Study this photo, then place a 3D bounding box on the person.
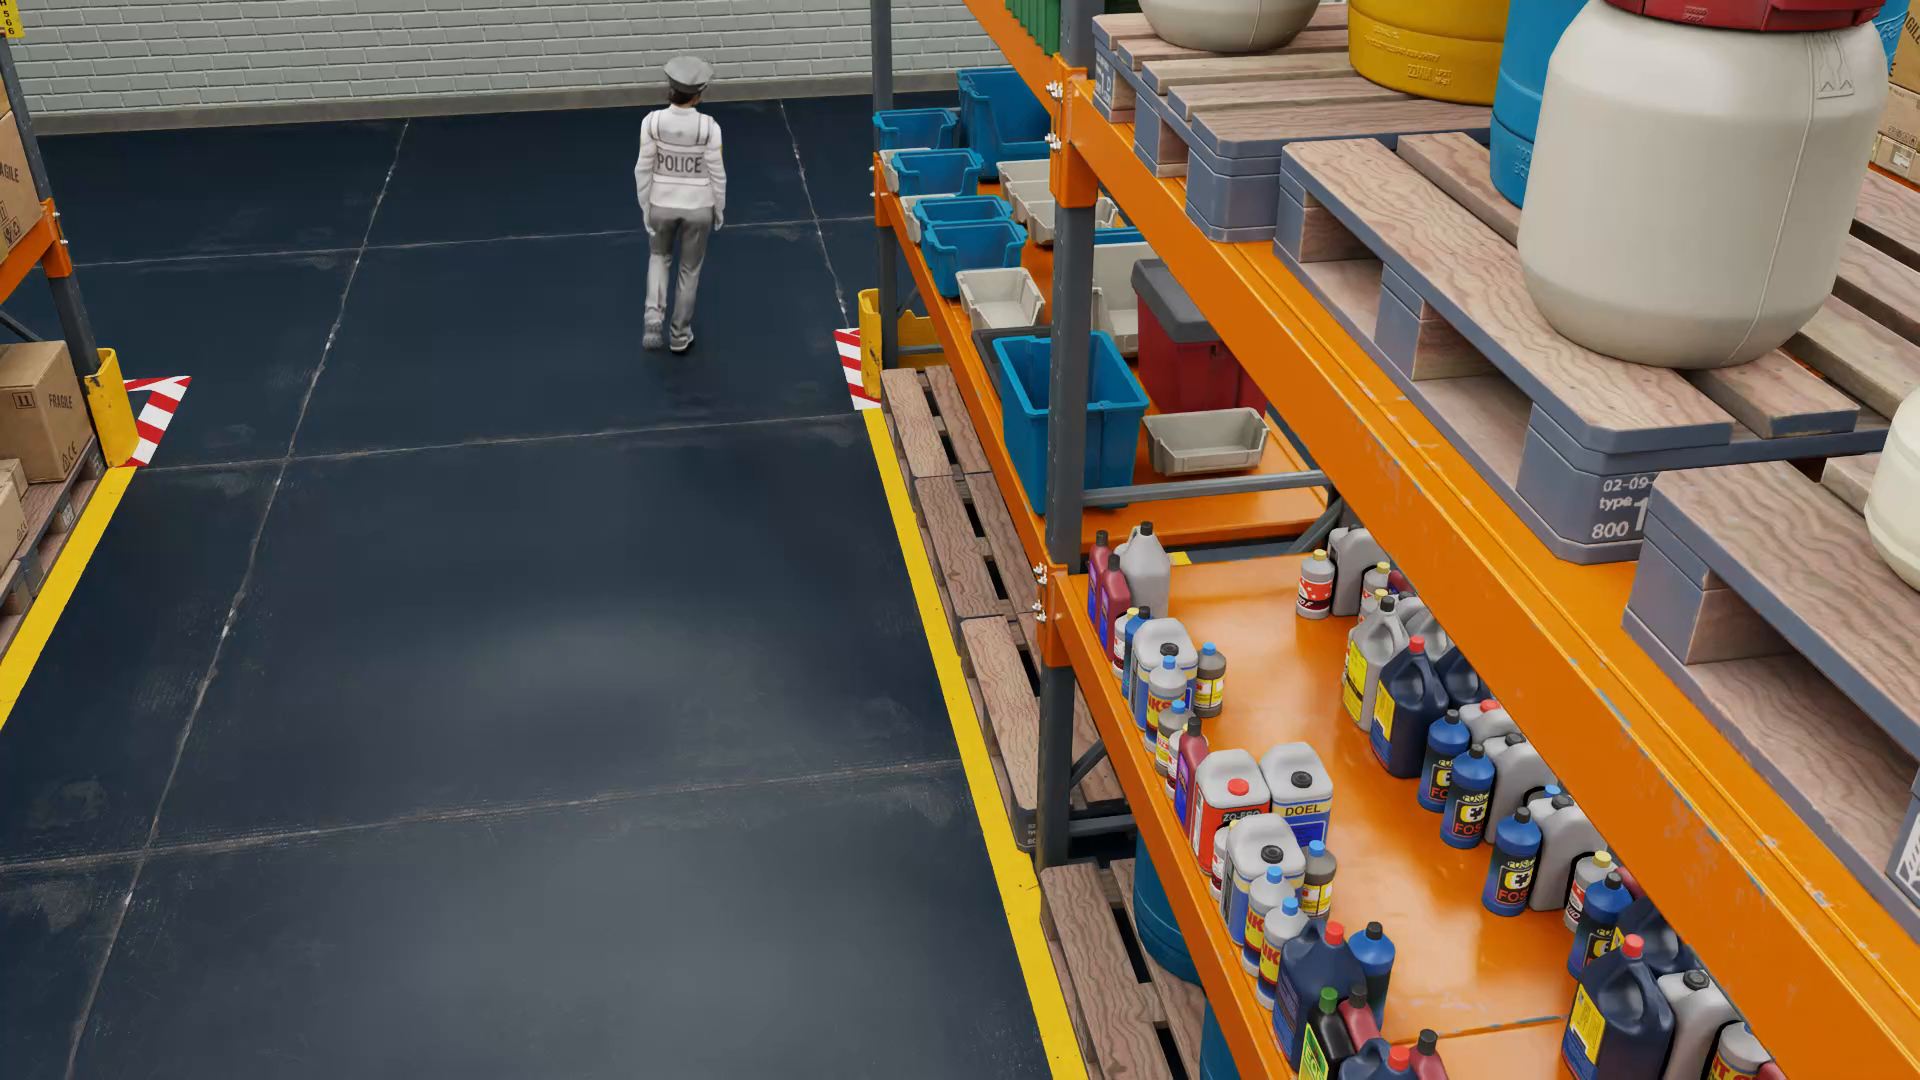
[{"bbox_3d":[-1.534,-1.819,9.144,0.531,1.647,0.436,0,31,0],"label":"person"}]
